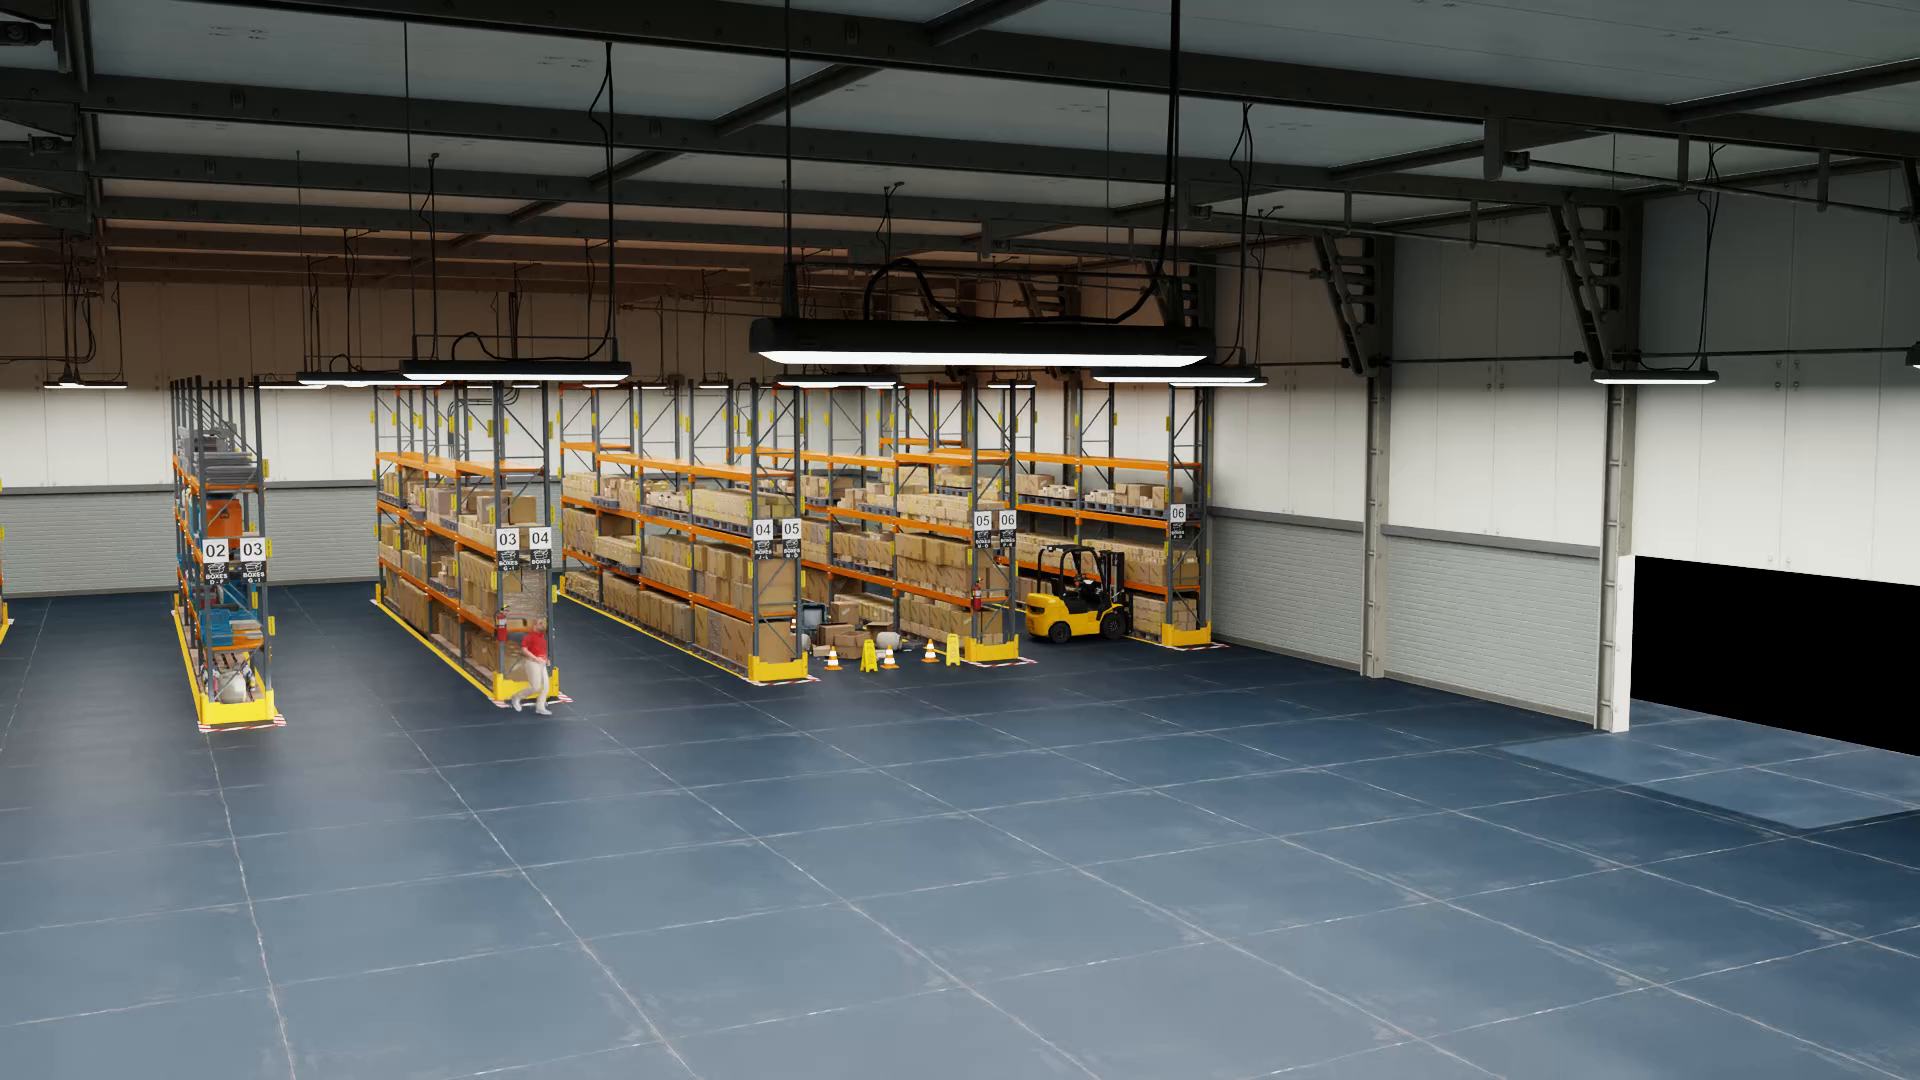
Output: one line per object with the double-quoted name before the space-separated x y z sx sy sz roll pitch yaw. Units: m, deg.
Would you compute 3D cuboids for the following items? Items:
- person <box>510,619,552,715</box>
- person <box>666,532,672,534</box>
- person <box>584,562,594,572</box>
"person" -7.598 2.254 29.669 0.754 1.713 0.696 1 5 10
"person" -8.189 0.638 47.580 0.940 1.747 0.686 4 7 39
"person" -10.947 0.495 49.031 0.597 1.702 0.909 4 6 35
